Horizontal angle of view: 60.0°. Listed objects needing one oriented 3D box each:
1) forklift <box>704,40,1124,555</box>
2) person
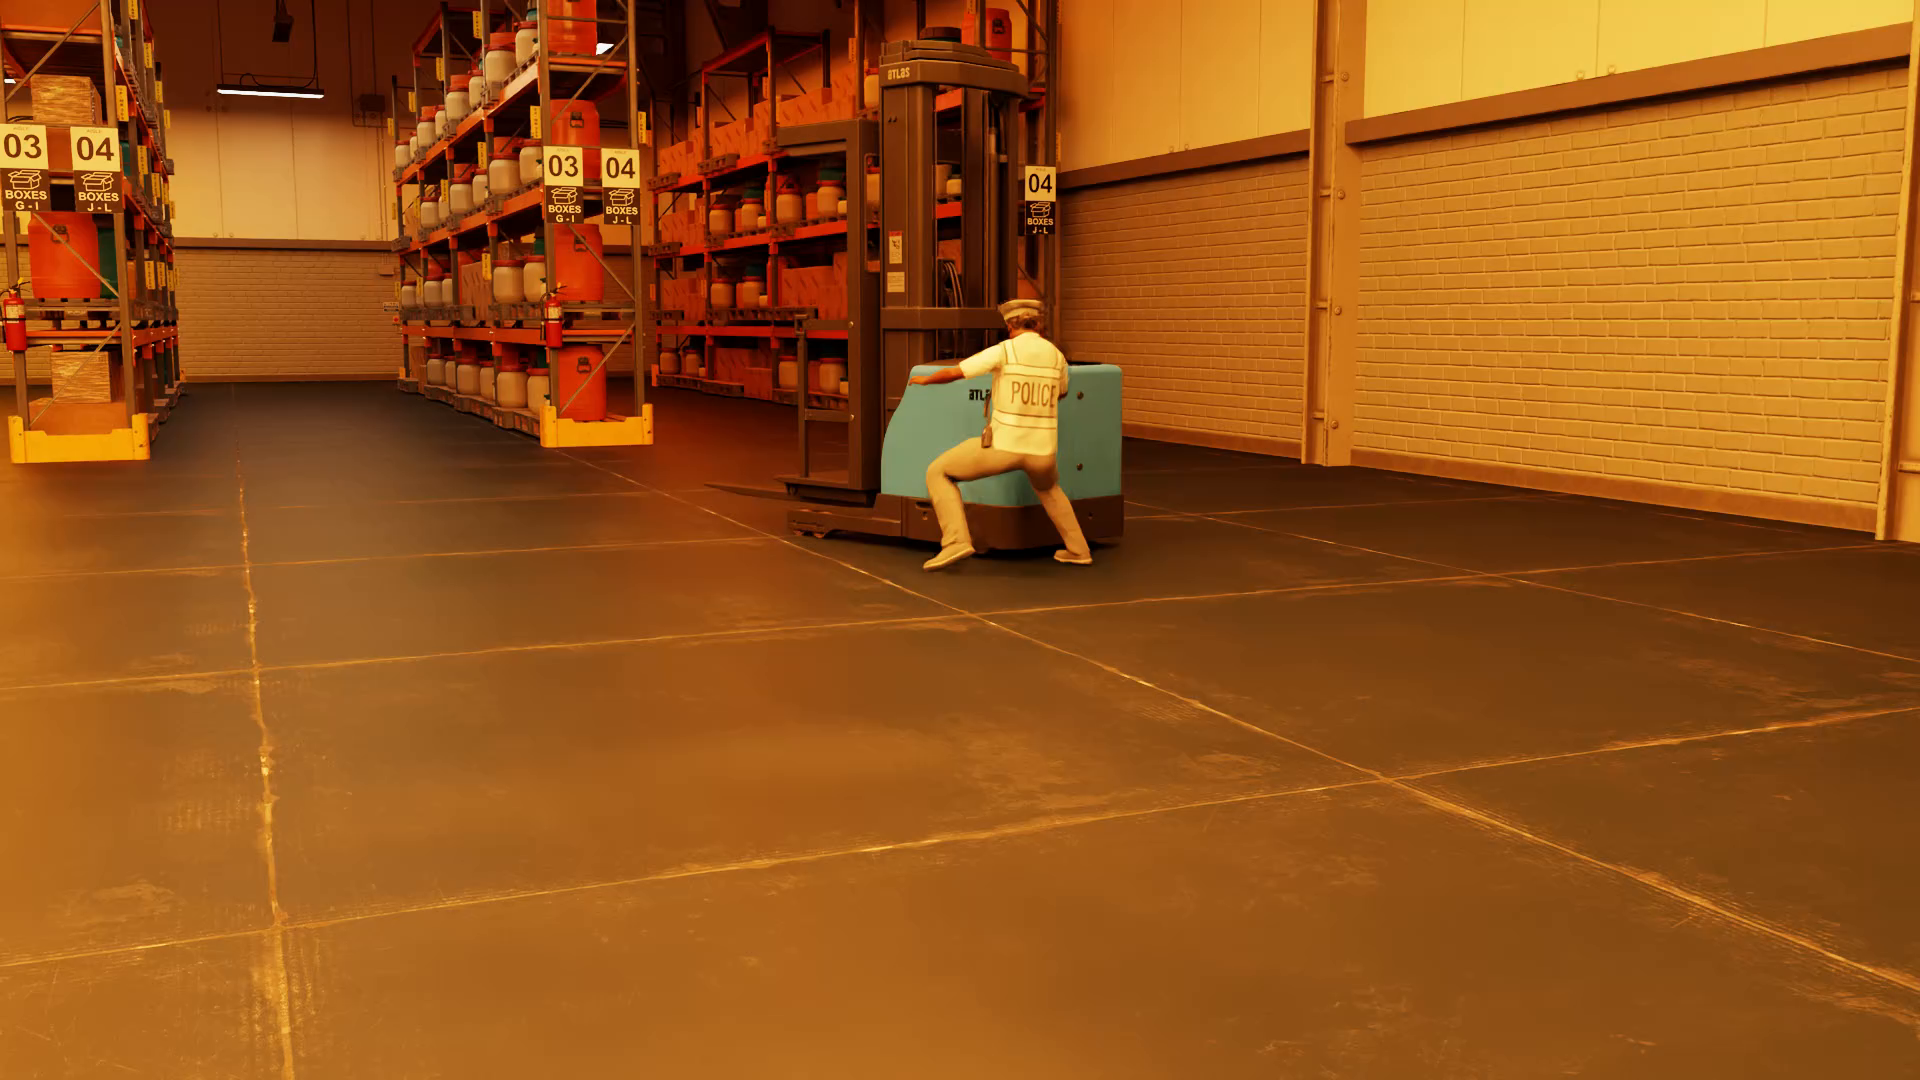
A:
[{"bbox_3d":[-0.436,-1.509,10.383,3.031,2.935,1.130,7,10,44],"label":"forklift"},{"bbox_3d":[0.257,-0.554,8.859,0.987,1.436,0.712,-3,8,-20],"label":"person"}]
